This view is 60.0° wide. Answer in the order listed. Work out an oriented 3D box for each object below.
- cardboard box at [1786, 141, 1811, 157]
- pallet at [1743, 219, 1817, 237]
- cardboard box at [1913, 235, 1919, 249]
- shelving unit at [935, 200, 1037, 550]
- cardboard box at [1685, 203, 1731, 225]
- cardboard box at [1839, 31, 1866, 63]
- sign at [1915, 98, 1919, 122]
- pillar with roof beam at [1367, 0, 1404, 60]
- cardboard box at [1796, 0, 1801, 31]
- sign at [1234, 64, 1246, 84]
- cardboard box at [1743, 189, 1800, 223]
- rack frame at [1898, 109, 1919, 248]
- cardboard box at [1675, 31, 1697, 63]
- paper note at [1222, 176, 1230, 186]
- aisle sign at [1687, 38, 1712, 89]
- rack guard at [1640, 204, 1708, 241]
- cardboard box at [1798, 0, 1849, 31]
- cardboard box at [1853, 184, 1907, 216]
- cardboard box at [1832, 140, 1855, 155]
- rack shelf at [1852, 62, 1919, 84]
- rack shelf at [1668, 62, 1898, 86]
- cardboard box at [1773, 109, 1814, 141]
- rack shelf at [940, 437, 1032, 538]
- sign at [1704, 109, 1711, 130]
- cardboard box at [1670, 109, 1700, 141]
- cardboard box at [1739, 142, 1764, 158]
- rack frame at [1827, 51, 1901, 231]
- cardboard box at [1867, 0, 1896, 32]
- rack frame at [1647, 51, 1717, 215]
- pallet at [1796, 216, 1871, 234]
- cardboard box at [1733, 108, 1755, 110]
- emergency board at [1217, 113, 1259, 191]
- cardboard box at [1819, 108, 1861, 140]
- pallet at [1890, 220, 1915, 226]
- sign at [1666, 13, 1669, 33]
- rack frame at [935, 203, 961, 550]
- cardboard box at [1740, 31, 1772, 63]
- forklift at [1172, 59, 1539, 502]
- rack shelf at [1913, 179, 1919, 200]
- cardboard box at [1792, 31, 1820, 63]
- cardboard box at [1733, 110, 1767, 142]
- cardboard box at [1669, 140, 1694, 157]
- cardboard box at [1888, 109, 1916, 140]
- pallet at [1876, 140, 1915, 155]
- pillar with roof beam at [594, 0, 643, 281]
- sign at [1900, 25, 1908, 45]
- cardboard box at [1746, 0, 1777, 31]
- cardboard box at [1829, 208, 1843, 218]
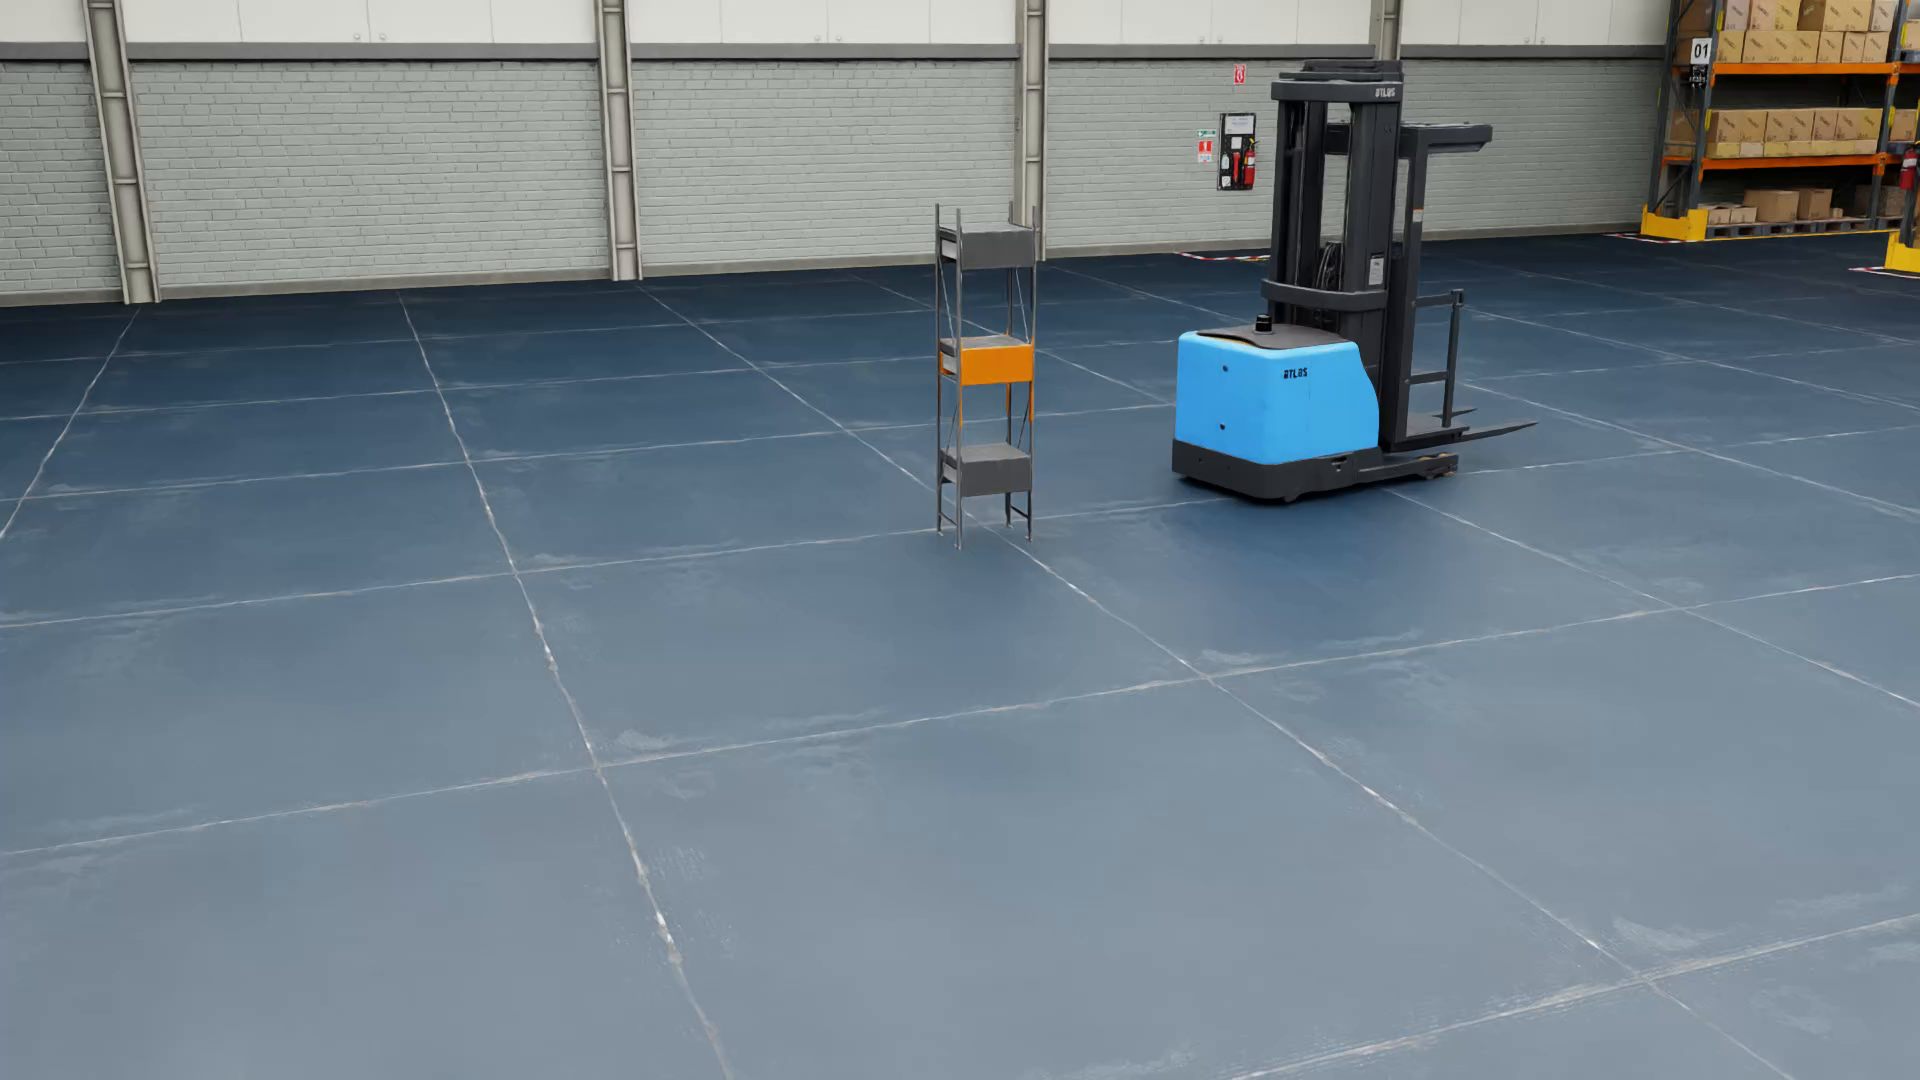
[{"bbox_3d":[13.898,-6.588,27.938,0.500,0.250,0.500,-6,17,-20],"label":"cardboard box"},{"bbox_3d":[13.877,-5.392,28.586,1.213,0.211,1.003,-6,17,-20],"label":"pallet"},{"bbox_3d":[14.069,-4.239,23.845,0.500,0.250,0.500,-6,17,-20],"label":"cardboard box"},{"bbox_3d":[0.155,-1.024,10.359,0.503,2.100,0.431,-6,17,-20],"label":"shelving unit"},{"bbox_3d":[12.576,-5.495,27.978,0.500,0.311,0.500,-8,18,-26],"label":"cardboard box"},{"bbox_3d":[14.773,-8.265,27.881,0.500,0.500,0.500,-8,18,-25],"label":"cardboard box"},{"bbox_3d":[13.493,-6.038,23.362,0.005,0.325,0.100,-6,17,-20],"label":"sign"},{"bbox_3d":[8.180,-7.967,21.758,0.400,9.000,9.100,-6,17,-20],"label":"pillar with roof beam"},{"bbox_3d":[13.653,-8.767,27.819,0.500,0.500,0.500,-6,17,-20],"label":"cardboard box"},{"bbox_3d":[4.275,-7.120,25.406,0.199,0.298,0.001,-6,17,-20],"label":"sign"},{"bbox_3d":[13.811,-5.704,28.355,0.500,0.500,0.700,-7,18,-24],"label":"cardboard box"},{"bbox_3d":[13.674,-5.225,23.068,0.127,3.000,1.000,-6,17,-20],"label":"rack frame"},{"bbox_3d":[12.197,-8.134,27.435,0.500,0.500,0.500,-5,17,-16],"label":"cardboard box"},{"bbox_3d":[4.128,-5.560,25.771,0.142,0.148,0.016,-6,17,-20],"label":"paper note"},{"bbox_3d":[11.938,-7.689,26.845,0.004,0.787,0.394,-6,17,-20],"label":"aisle sign"},{"bbox_3d":[11.969,-5.336,27.883,0.348,0.500,1.175,-6,17,-20],"label":"rack guard"},{"bbox_3d":[14.270,-8.673,27.496,0.500,0.500,0.500,-7,18,-22],"label":"cardboard box"},{"bbox_3d":[16.314,-6.022,29.436,0.500,0.500,0.700,-6,17,-18],"label":"cardboard box"},{"bbox_3d":[14.831,-6.693,28.298,0.500,0.250,0.500,-6,17,-20],"label":"cardboard box"},{"bbox_3d":[17.501,-8.227,29.243,4.000,0.370,1.077,-6,17,-20],"label":"rack shelf"},{"bbox_3d":[13.765,-7.824,27.870,4.000,0.370,1.077,-6,17,-20],"label":"rack shelf"},{"bbox_3d":[13.879,-6.947,27.832,0.500,0.500,0.500,-6,17,-18],"label":"cardboard box"},{"bbox_3d":[0.155,-0.339,10.560,0.480,0.518,0.431,-6,17,-20],"label":"rack shelf"},{"bbox_3d":[12.092,-6.801,26.897,0.005,0.325,0.100,-6,17,-20],"label":"sign"},{"bbox_3d":[12.262,-6.929,27.770,0.500,0.500,0.500,-6,18,-21],"label":"cardboard box"},{"bbox_3d":[12.947,-6.487,27.597,0.500,0.250,0.500,-7,18,-22],"label":"cardboard box"},{"bbox_3d":[15.633,-6.931,28.878,0.127,3.000,1.000,-6,17,-20],"label":"rack frame"},{"bbox_3d":[15.262,-8.786,27.883,0.500,0.500,0.500,-8,18,-25],"label":"cardboard box"},{"bbox_3d":[11.898,-6.528,27.505,0.127,3.000,1.000,-6,17,-20],"label":"rack frame"},{"bbox_3d":[15.019,-5.516,29.009,1.213,0.211,1.003,-6,17,-20],"label":"pallet"},{"bbox_3d":[13.217,-7.030,28.115,0.500,0.500,0.500,-7,18,-22],"label":"cardboard box"},{"bbox_3d":[4.318,-5.982,25.646,0.643,1.169,0.194,-6,17,-20],"label":"emergency board"},{"bbox_3d":[14.838,-7.048,28.175,0.500,0.500,0.500,-6,17,-20],"label":"cardboard box"},{"bbox_3d":[17.501,-5.796,29.962,1.213,0.211,1.003,-6,17,-20],"label":"pallet"},{"bbox_3d":[11.718,-8.540,27.461,0.005,0.325,0.100,-6,17,-20],"label":"sign"},{"bbox_3d":[-0.073,-1.000,10.275,0.015,2.100,0.400,-6,17,-20],"label":"rack frame"},{"bbox_3d":[12.814,-8.038,27.108,0.500,0.500,0.500,-5,17,-16],"label":"cardboard box"},{"bbox_3d":[3.054,-1.960,12.069,3.031,2.935,1.130,-10,19,-31],"label":"forklift"},{"bbox_3d":[15.541,-5.082,23.856,4.000,0.370,1.077,-6,17,-20],"label":"rack shelf"},{"bbox_3d":[13.790,-8.151,27.493,0.500,0.500,0.500,-5,17,-17],"label":"cardboard box"},{"bbox_3d":[12.916,-6.842,27.473,0.500,0.500,0.500,-6,17,-20],"label":"cardboard box"},{"bbox_3d":[12.265,-6.564,27.857,0.500,0.250,0.500,-6,17,-19],"label":"cardboard box"},{"bbox_3d":[16.120,-7.233,28.946,0.500,0.500,0.700,-6,17,-20],"label":"cardboard box"},{"bbox_3d":[16.399,-6.878,29.037,1.213,0.211,1.003,-6,17,-20],"label":"pallet"},{"bbox_3d":[-3.026,-6.757,17.638,0.400,9.000,9.100,-6,17,-20],"label":"pillar with roof beam"},{"bbox_3d":[15.834,-8.477,27.899,0.005,0.325,0.100,-6,17,-20],"label":"sign"},{"bbox_3d":[12.831,-8.517,26.966,0.500,0.500,0.500,-6,18,-21],"label":"cardboard box"},{"bbox_3d":[15.144,-5.721,29.005,0.250,0.166,0.380,-9,18,-27],"label":"cardboard box"}]
